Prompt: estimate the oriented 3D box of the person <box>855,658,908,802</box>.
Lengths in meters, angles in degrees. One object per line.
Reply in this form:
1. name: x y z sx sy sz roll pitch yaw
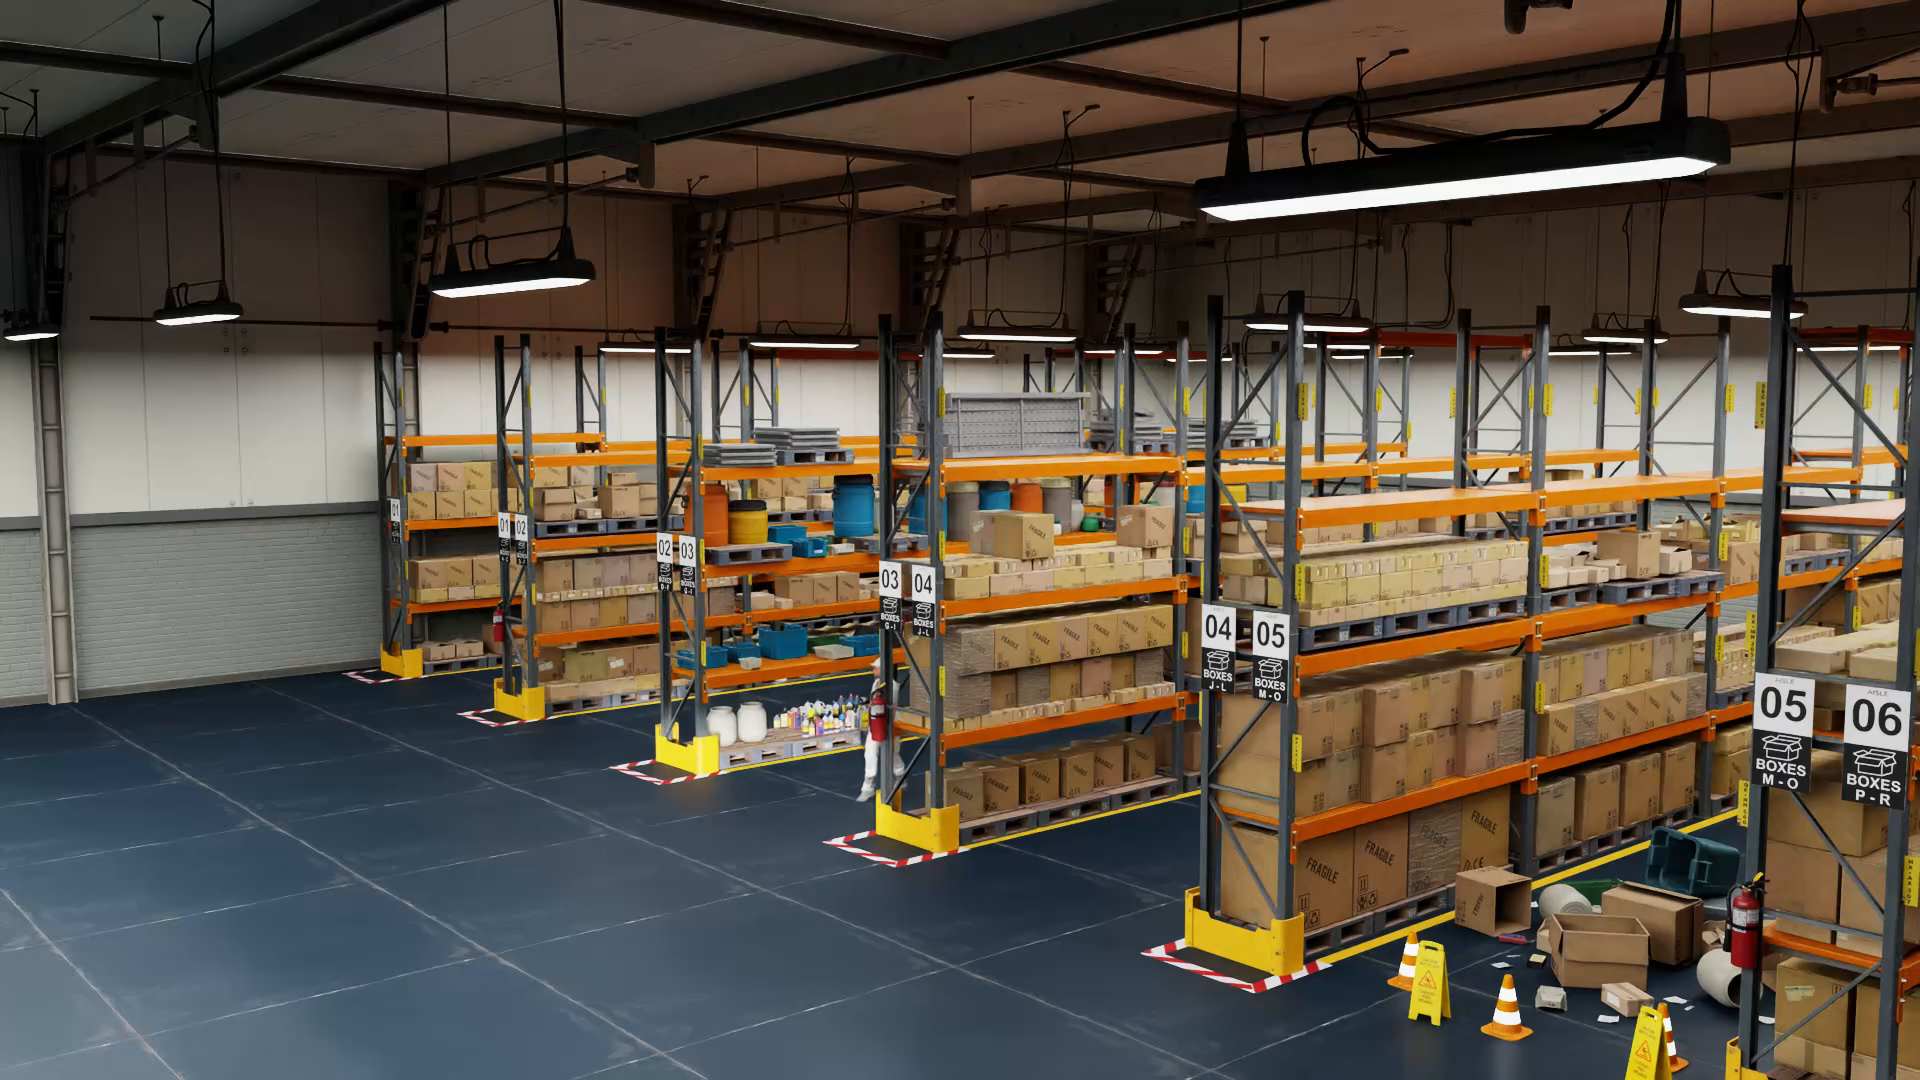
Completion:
1. person: -1.002 2.386 20.968 0.751 1.828 0.551 -4 7 -39
